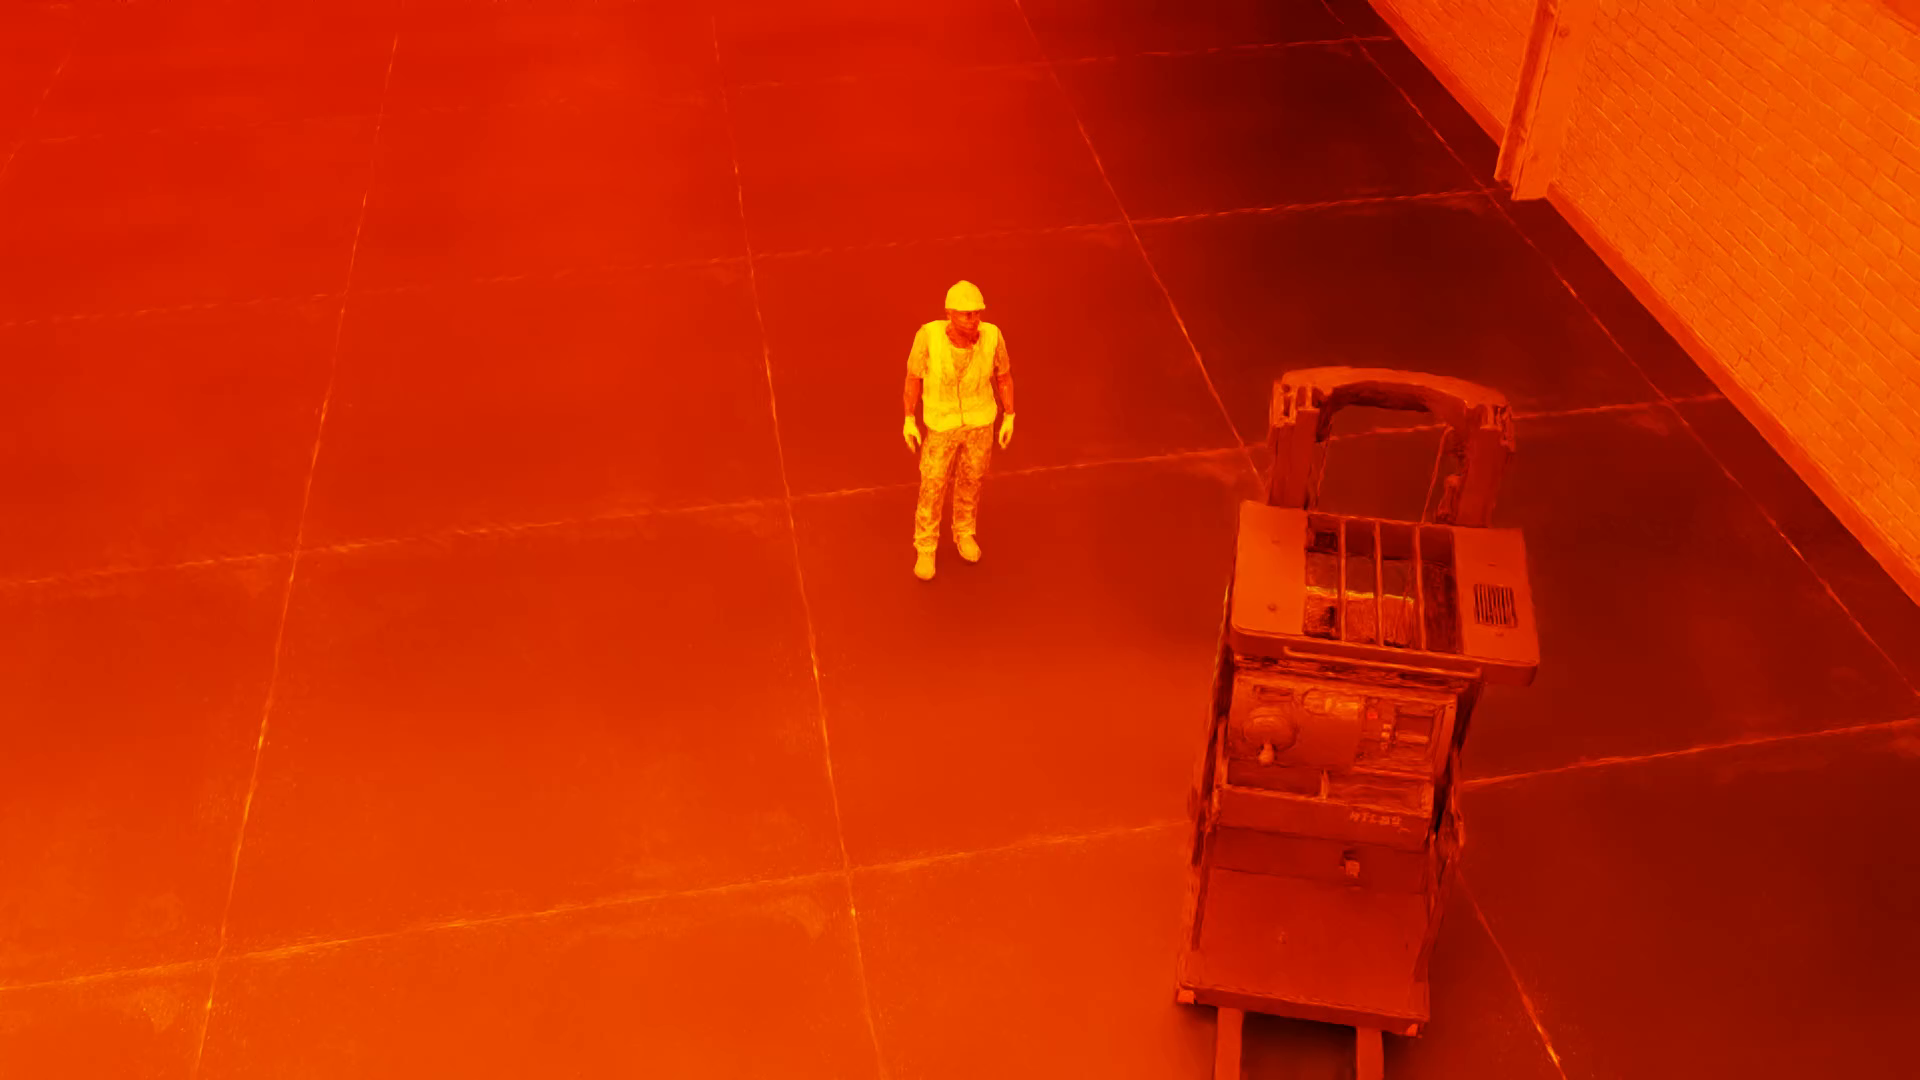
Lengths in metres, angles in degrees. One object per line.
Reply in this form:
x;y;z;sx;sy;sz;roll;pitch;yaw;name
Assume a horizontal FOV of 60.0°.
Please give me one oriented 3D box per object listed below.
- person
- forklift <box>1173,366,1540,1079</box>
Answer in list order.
0.005;-0.638;9.583;0.655;1.782;0.576;-7;41;-8;person
1.590;0.876;6.926;1.130;2.935;3.031;6;41;8;forklift
